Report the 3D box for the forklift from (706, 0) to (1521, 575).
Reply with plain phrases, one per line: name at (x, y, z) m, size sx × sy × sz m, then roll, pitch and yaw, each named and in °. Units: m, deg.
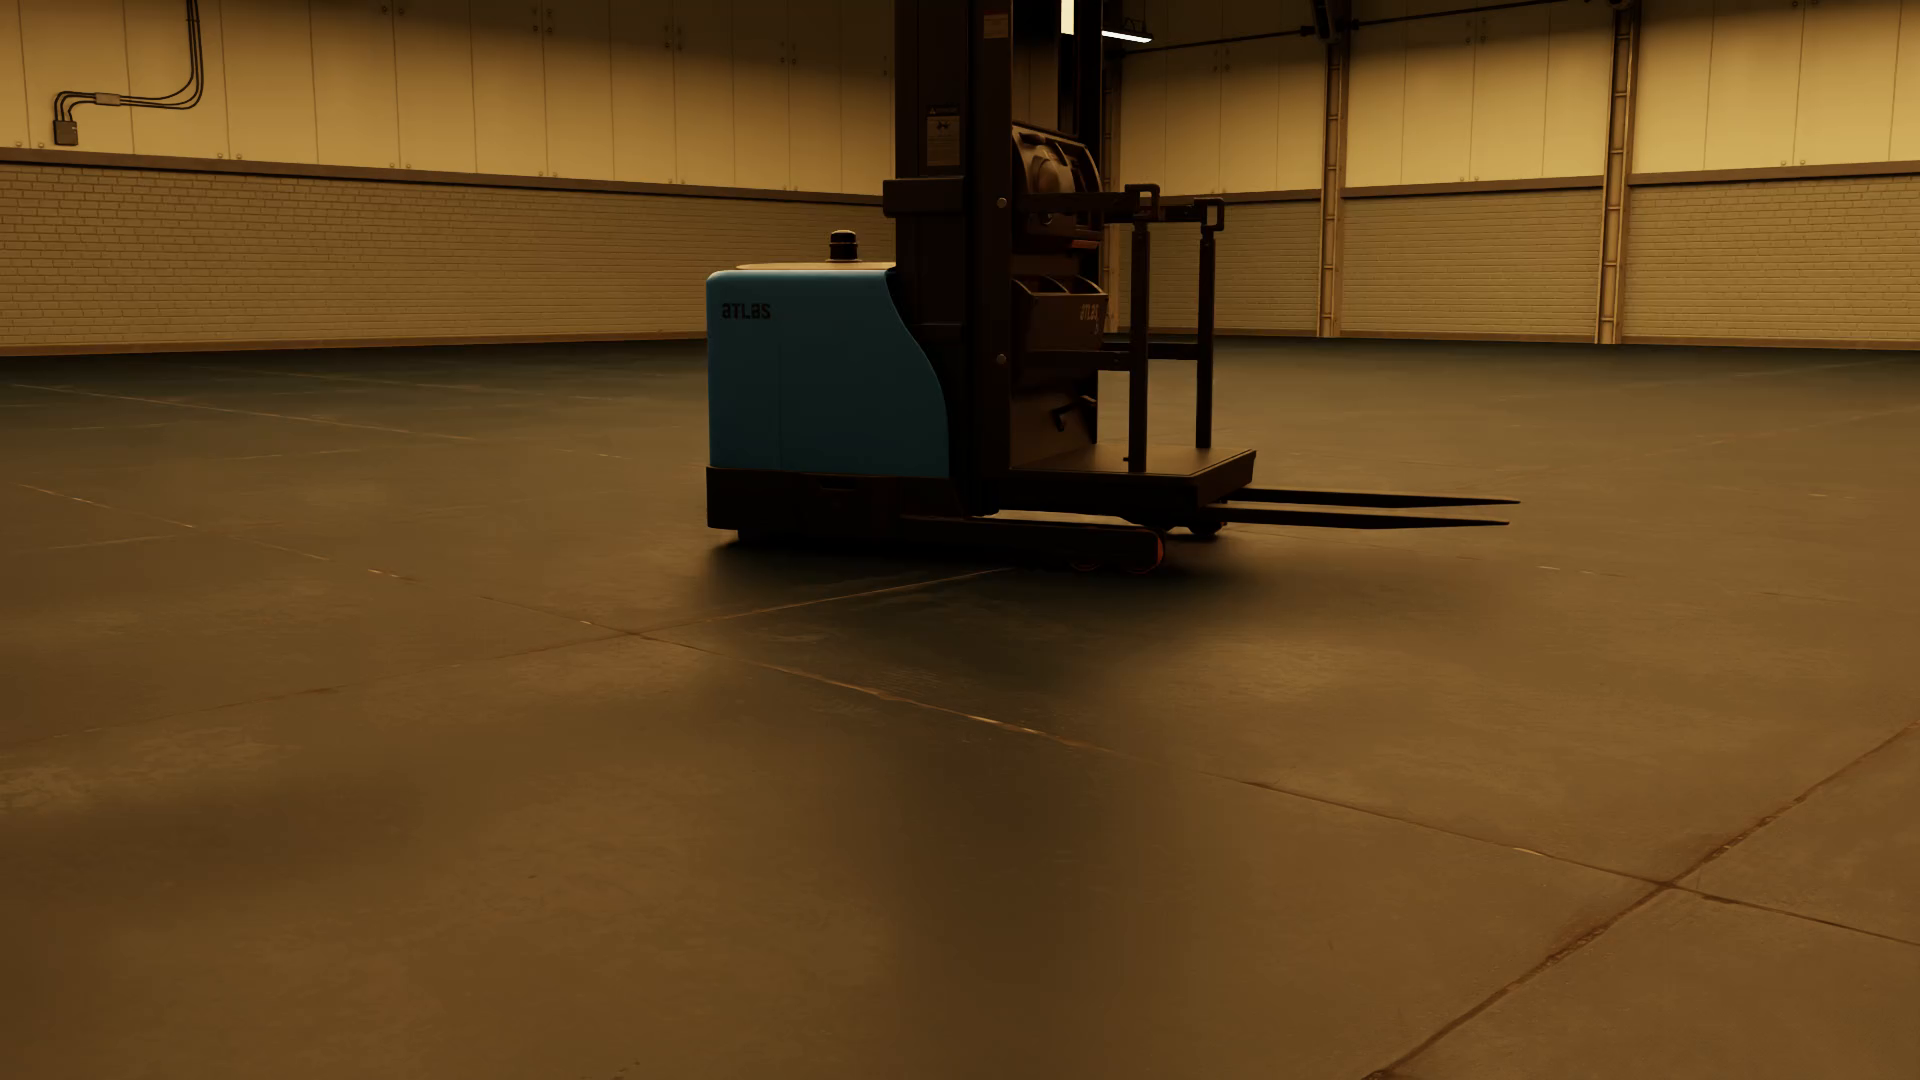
forklift at (0.565, -1.416, 6.275) m, size 3.031 × 2.935 × 1.130 m, roll 3°, pitch 9°, yaw 22°
